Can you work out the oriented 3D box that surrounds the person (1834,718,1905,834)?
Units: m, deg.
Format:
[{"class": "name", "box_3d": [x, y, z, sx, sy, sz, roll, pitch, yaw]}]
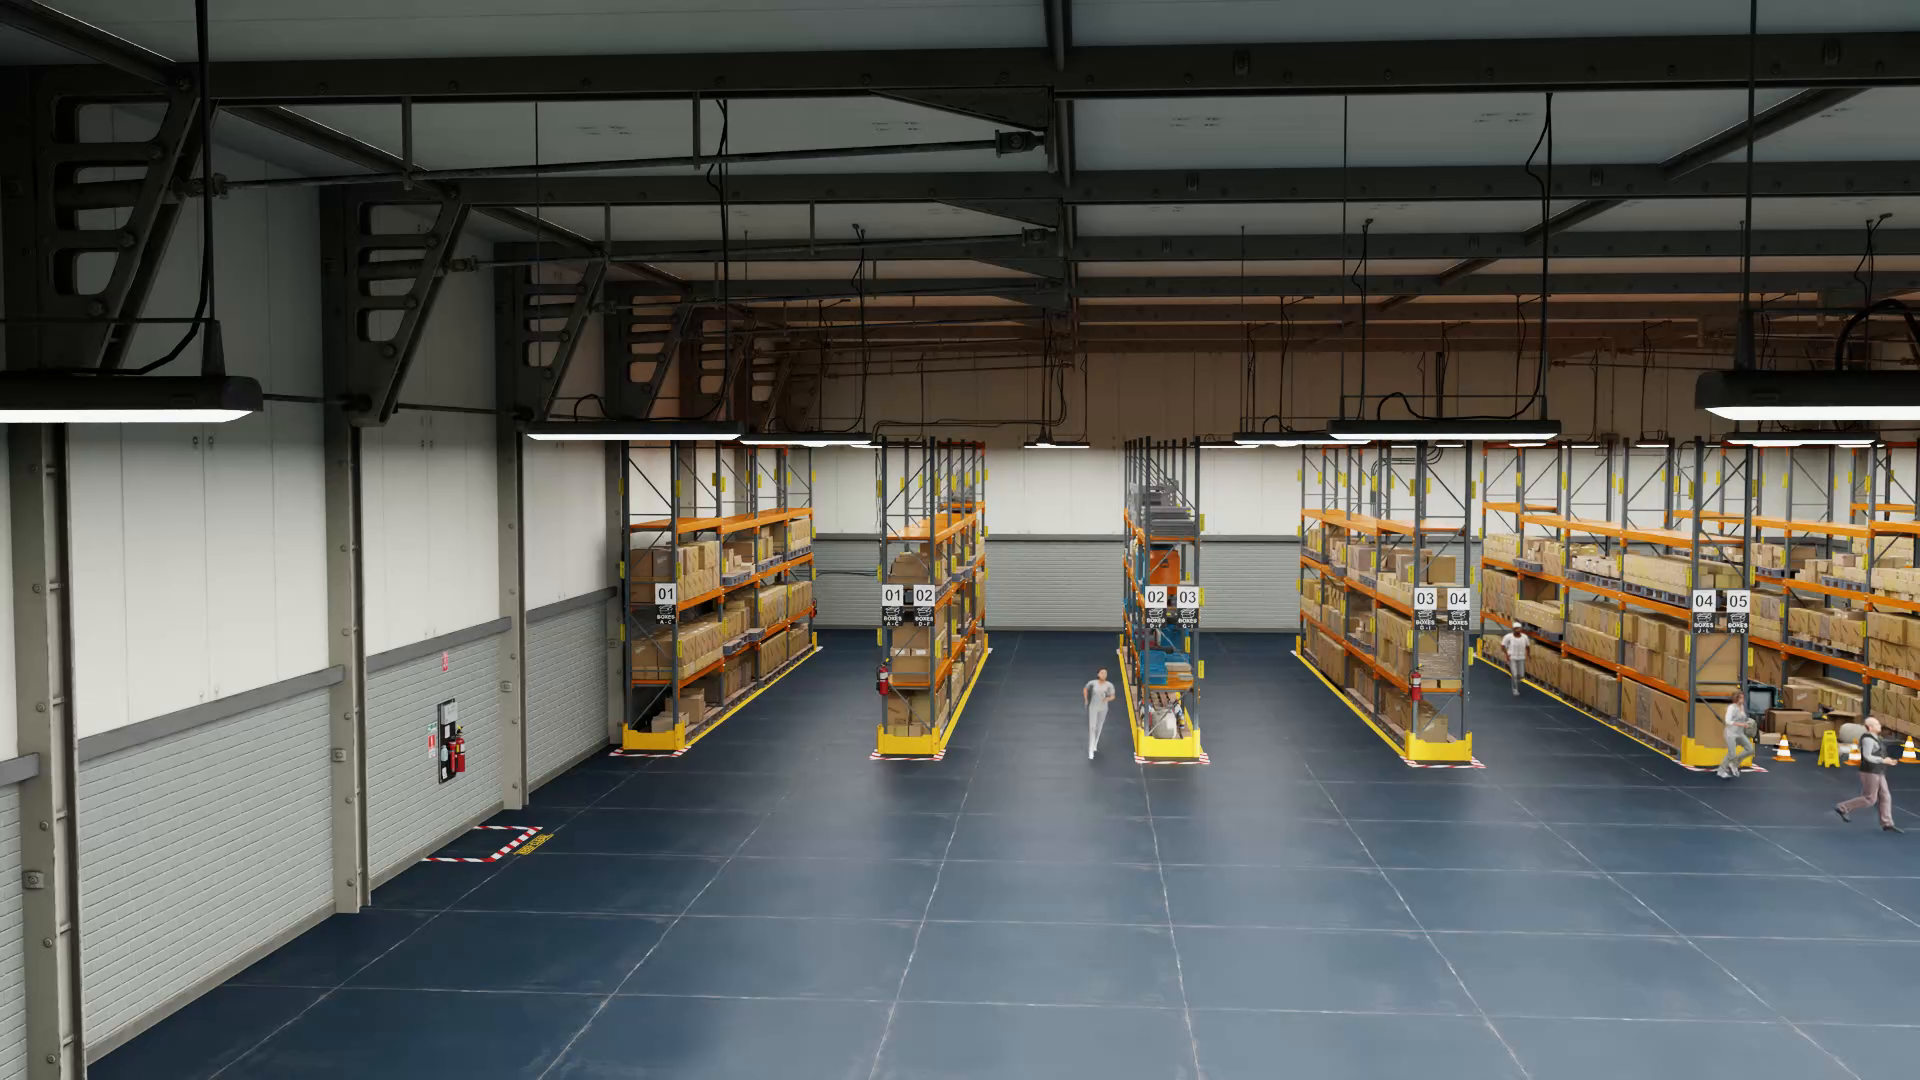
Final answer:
[{"class": "person", "box_3d": [13.676, 3.522, 24.961, 0.935, 1.718, 0.661, 2, 4, 37]}]

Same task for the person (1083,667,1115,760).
[{"class": "person", "box_3d": [2.621, 3.239, 31.273, 0.569, 1.674, 0.846, 0, 3, -3]}]

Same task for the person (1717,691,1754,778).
[{"class": "person", "box_3d": [13.490, 3.402, 28.893, 0.559, 1.536, 0.670, -2, 4, -30]}]

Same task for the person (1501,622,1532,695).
[{"class": "person", "box_3d": [13.081, 2.779, 39.180, 0.682, 1.713, 0.622, 0, 3, 1]}]
